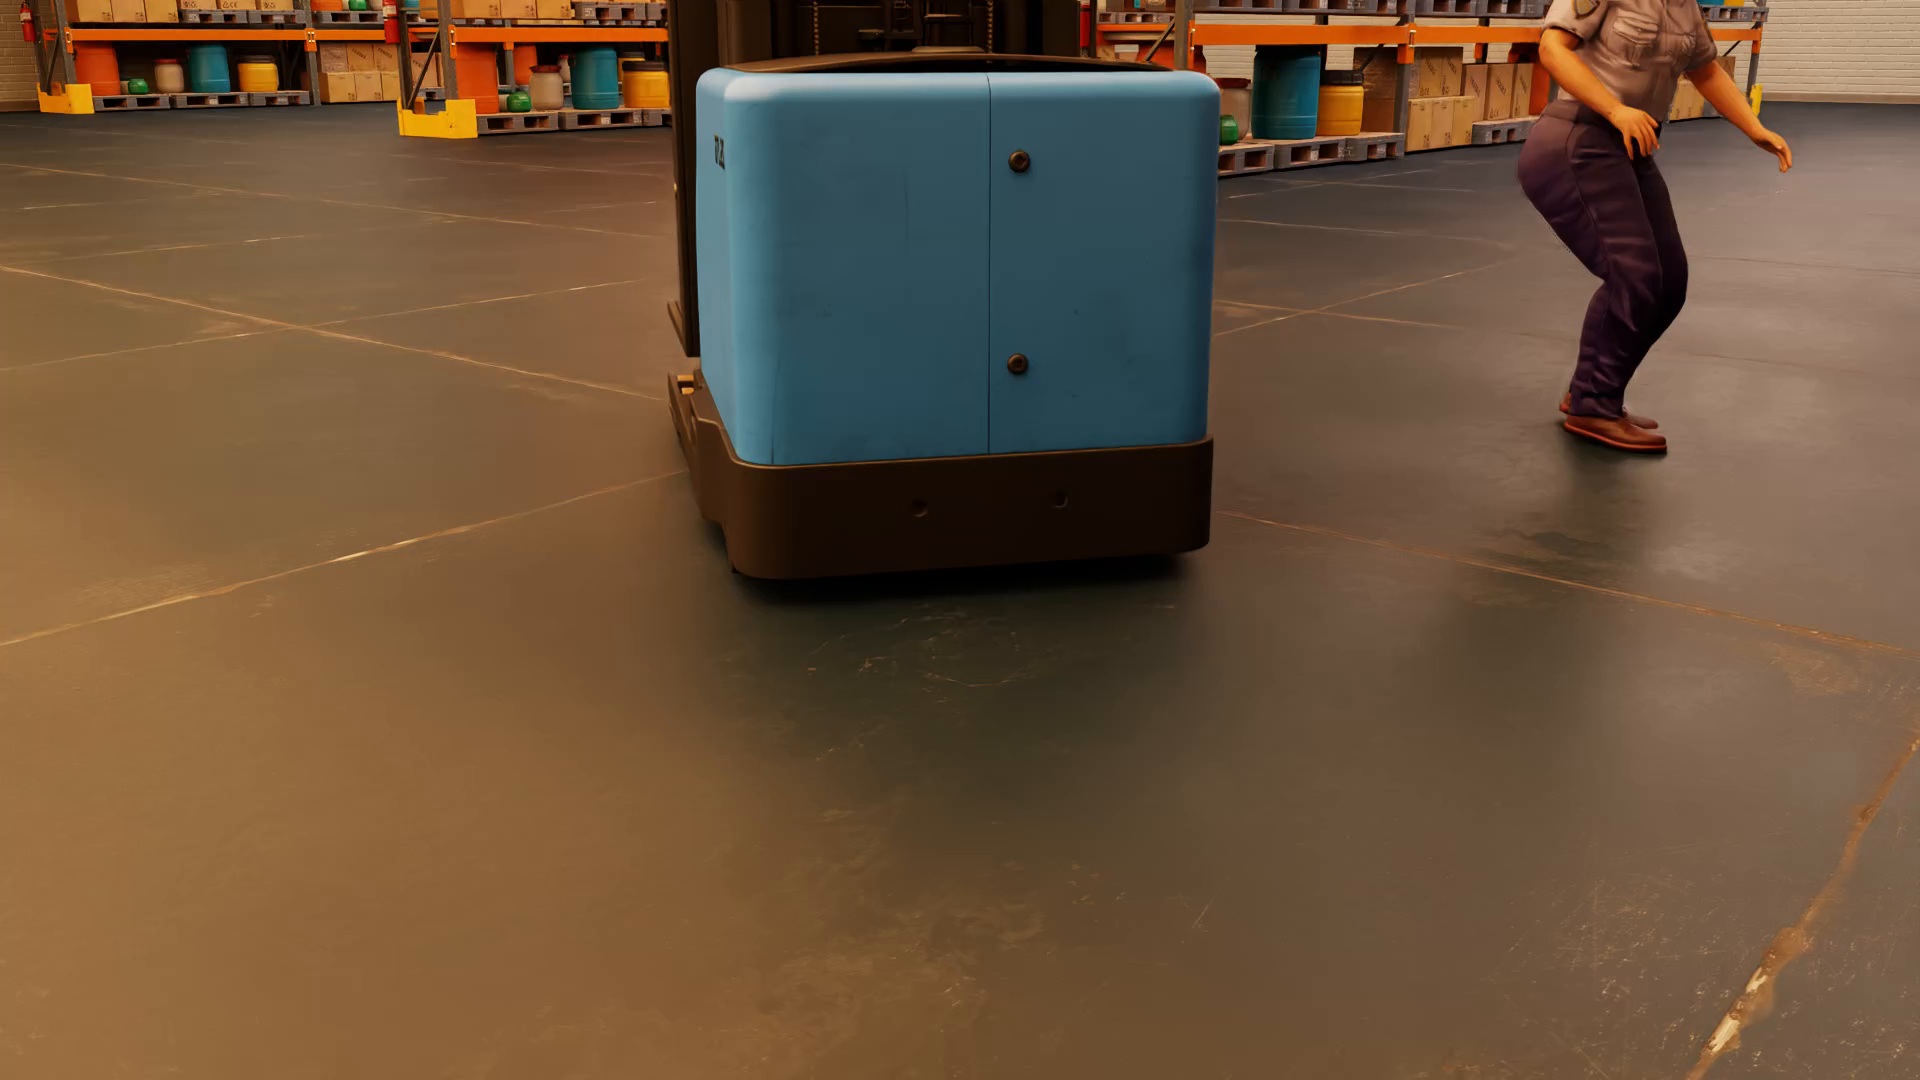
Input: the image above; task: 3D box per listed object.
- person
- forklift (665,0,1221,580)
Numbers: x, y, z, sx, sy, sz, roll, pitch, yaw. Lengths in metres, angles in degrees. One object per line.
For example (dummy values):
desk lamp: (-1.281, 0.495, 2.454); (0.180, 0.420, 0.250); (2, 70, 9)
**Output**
person: (1.955, -1.048, 4.742); (0.719, 1.609, 0.603); (-14, 22, -39)
forklift: (-0.275, -1.707, 4.519); (1.130, 2.935, 3.031); (-4, 17, -12)
